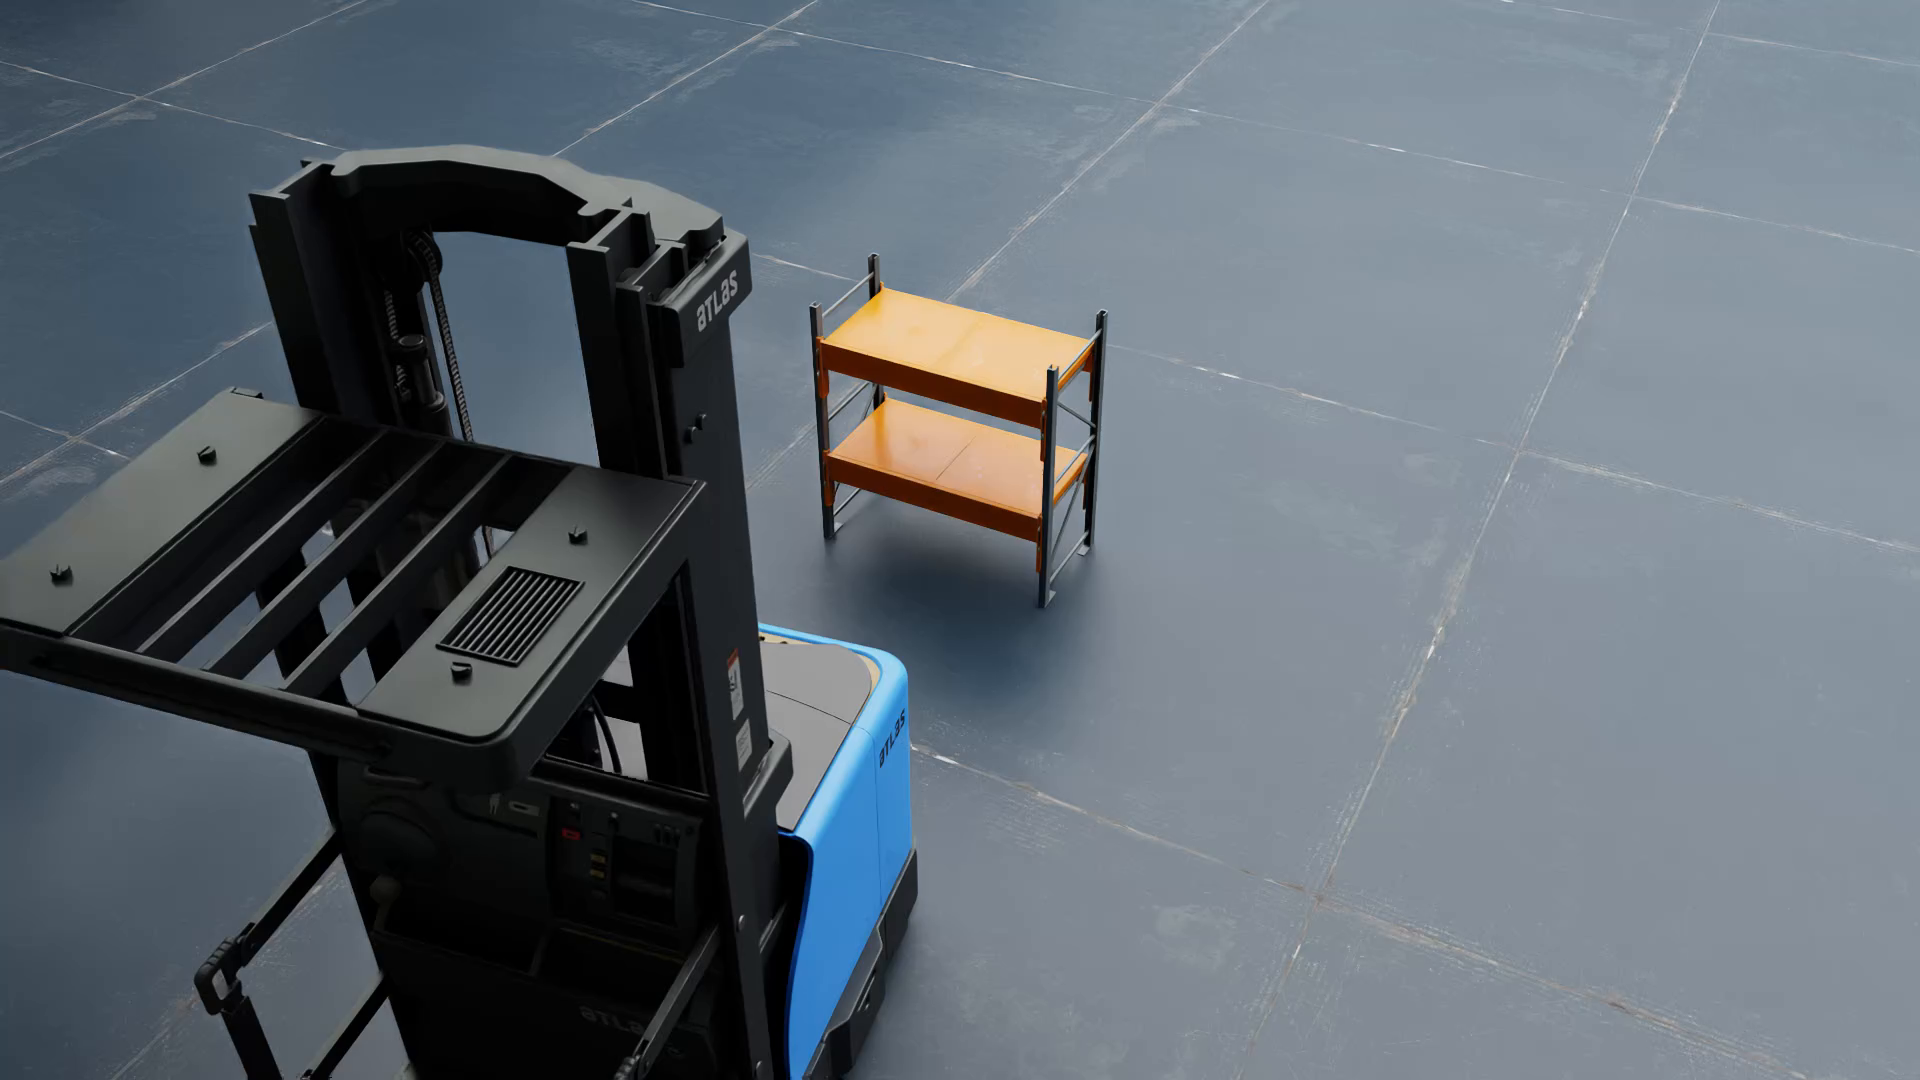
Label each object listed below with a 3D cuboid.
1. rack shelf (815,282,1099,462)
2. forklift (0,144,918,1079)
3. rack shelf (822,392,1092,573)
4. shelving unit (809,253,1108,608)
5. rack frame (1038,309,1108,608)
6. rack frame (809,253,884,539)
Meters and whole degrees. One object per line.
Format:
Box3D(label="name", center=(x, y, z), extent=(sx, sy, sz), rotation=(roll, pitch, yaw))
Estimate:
Box3D(label="rack shelf", center=(-0.006, -0.683, 6.608), extent=(1.000, 0.278, 0.538), rotation=(17, 41, 21))
Box3D(label="forklift", center=(-1.090, 0.778, 3.673), extent=(1.130, 2.935, 3.031), rotation=(11, 39, 15))
Box3D(label="rack shelf", center=(-0.006, -0.255, 6.933), extent=(1.000, 0.278, 0.538), rotation=(17, 41, 21))
Box3D(label="shelving unit", center=(-0.006, -0.450, 6.785), extent=(1.048, 1.125, 0.538), rotation=(17, 41, 21))
Box3D(label="rack frame", center=(0.445, -0.309, 6.599), extent=(0.032, 1.125, 0.500), rotation=(17, 41, 21))
Box3D(label="rack frame", center=(-0.457, -0.591, 6.971), extent=(0.032, 1.125, 0.500), rotation=(17, 41, 21))
